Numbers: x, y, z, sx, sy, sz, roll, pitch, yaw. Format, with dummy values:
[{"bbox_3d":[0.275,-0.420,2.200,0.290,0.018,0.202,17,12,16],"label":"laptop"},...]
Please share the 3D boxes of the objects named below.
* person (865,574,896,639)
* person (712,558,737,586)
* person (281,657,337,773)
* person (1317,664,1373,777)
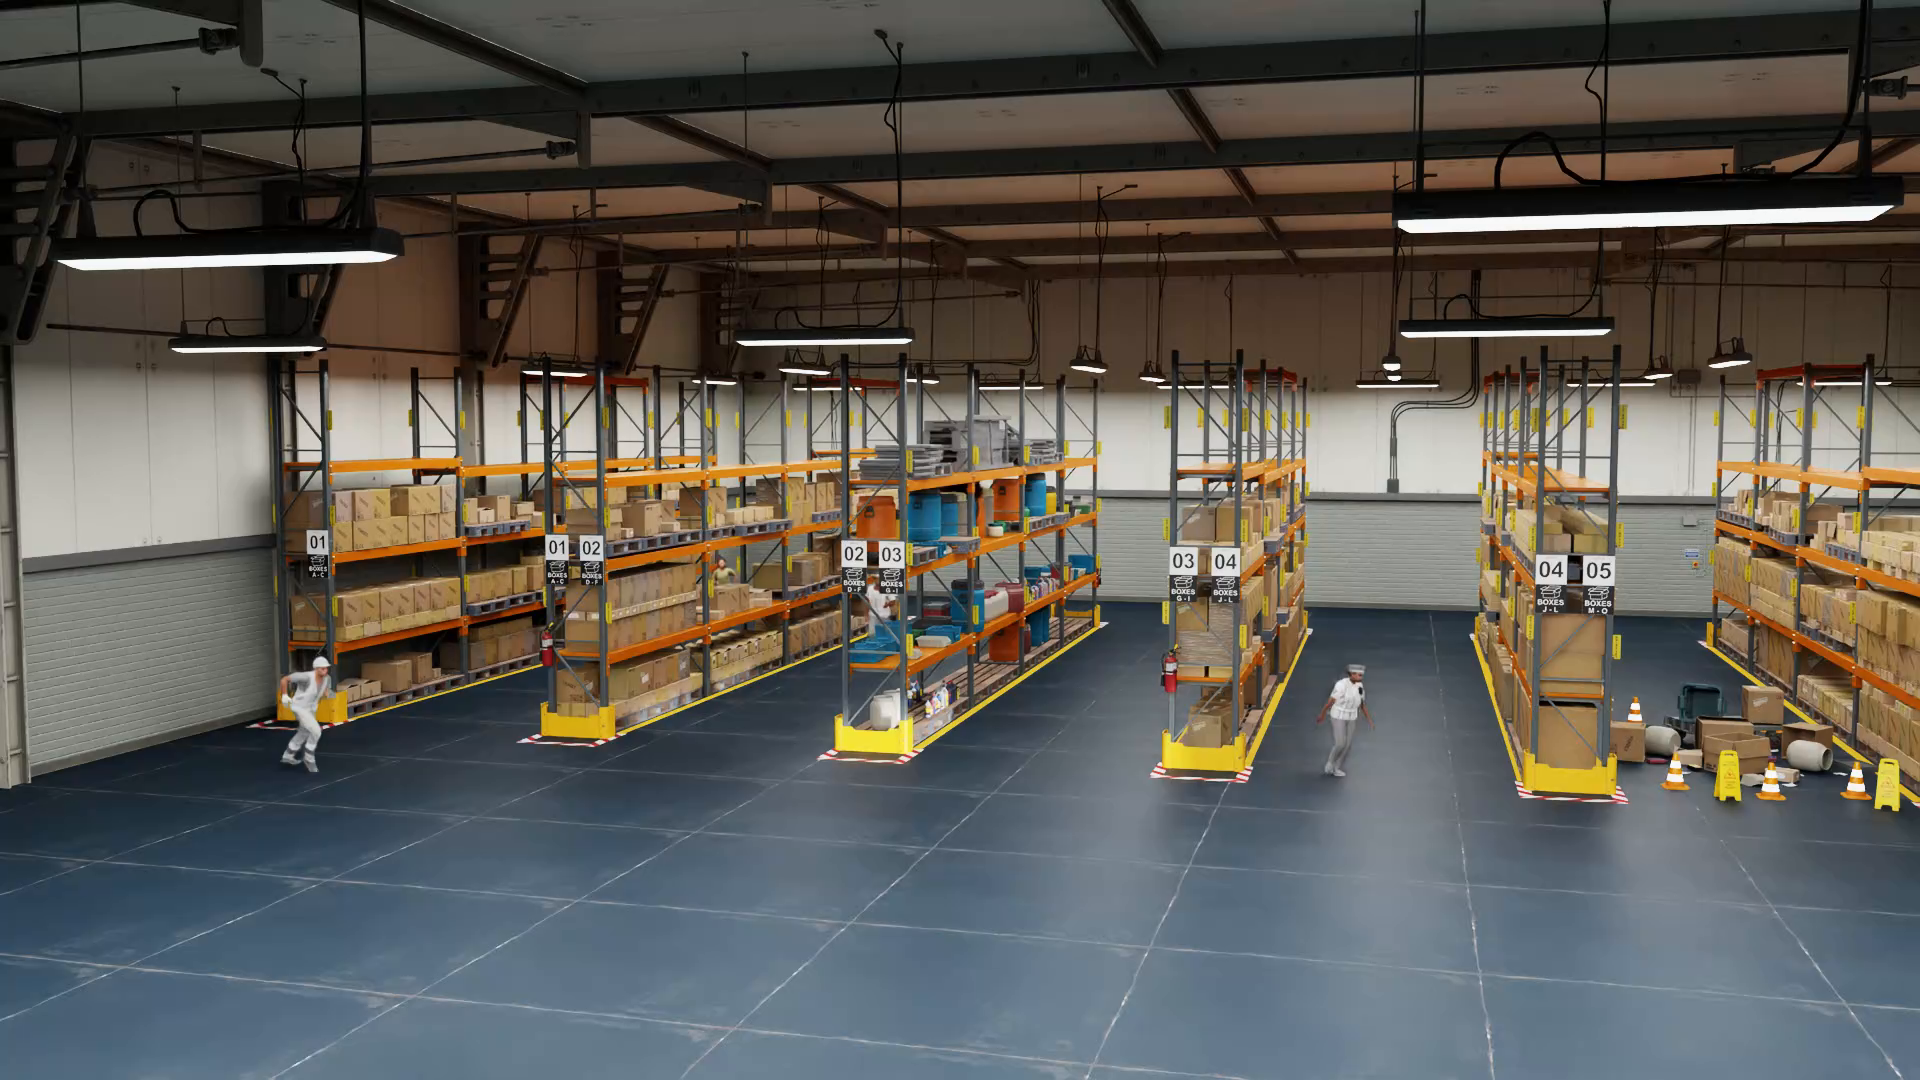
[{"bbox_3d":[-1.604,1.525,32.506,0.709,1.813,0.671,1,4,15],"label":"person"},{"bbox_3d":[-5.719,1.281,40.192,0.530,1.713,0.804,1,4,12],"label":"person"},{"bbox_3d":[-9.338,2.490,23.676,0.993,1.696,0.714,2,5,27],"label":"person"},{"bbox_3d":[5.402,2.529,23.272,0.595,1.612,0.583,-2,5,-28],"label":"person"}]
